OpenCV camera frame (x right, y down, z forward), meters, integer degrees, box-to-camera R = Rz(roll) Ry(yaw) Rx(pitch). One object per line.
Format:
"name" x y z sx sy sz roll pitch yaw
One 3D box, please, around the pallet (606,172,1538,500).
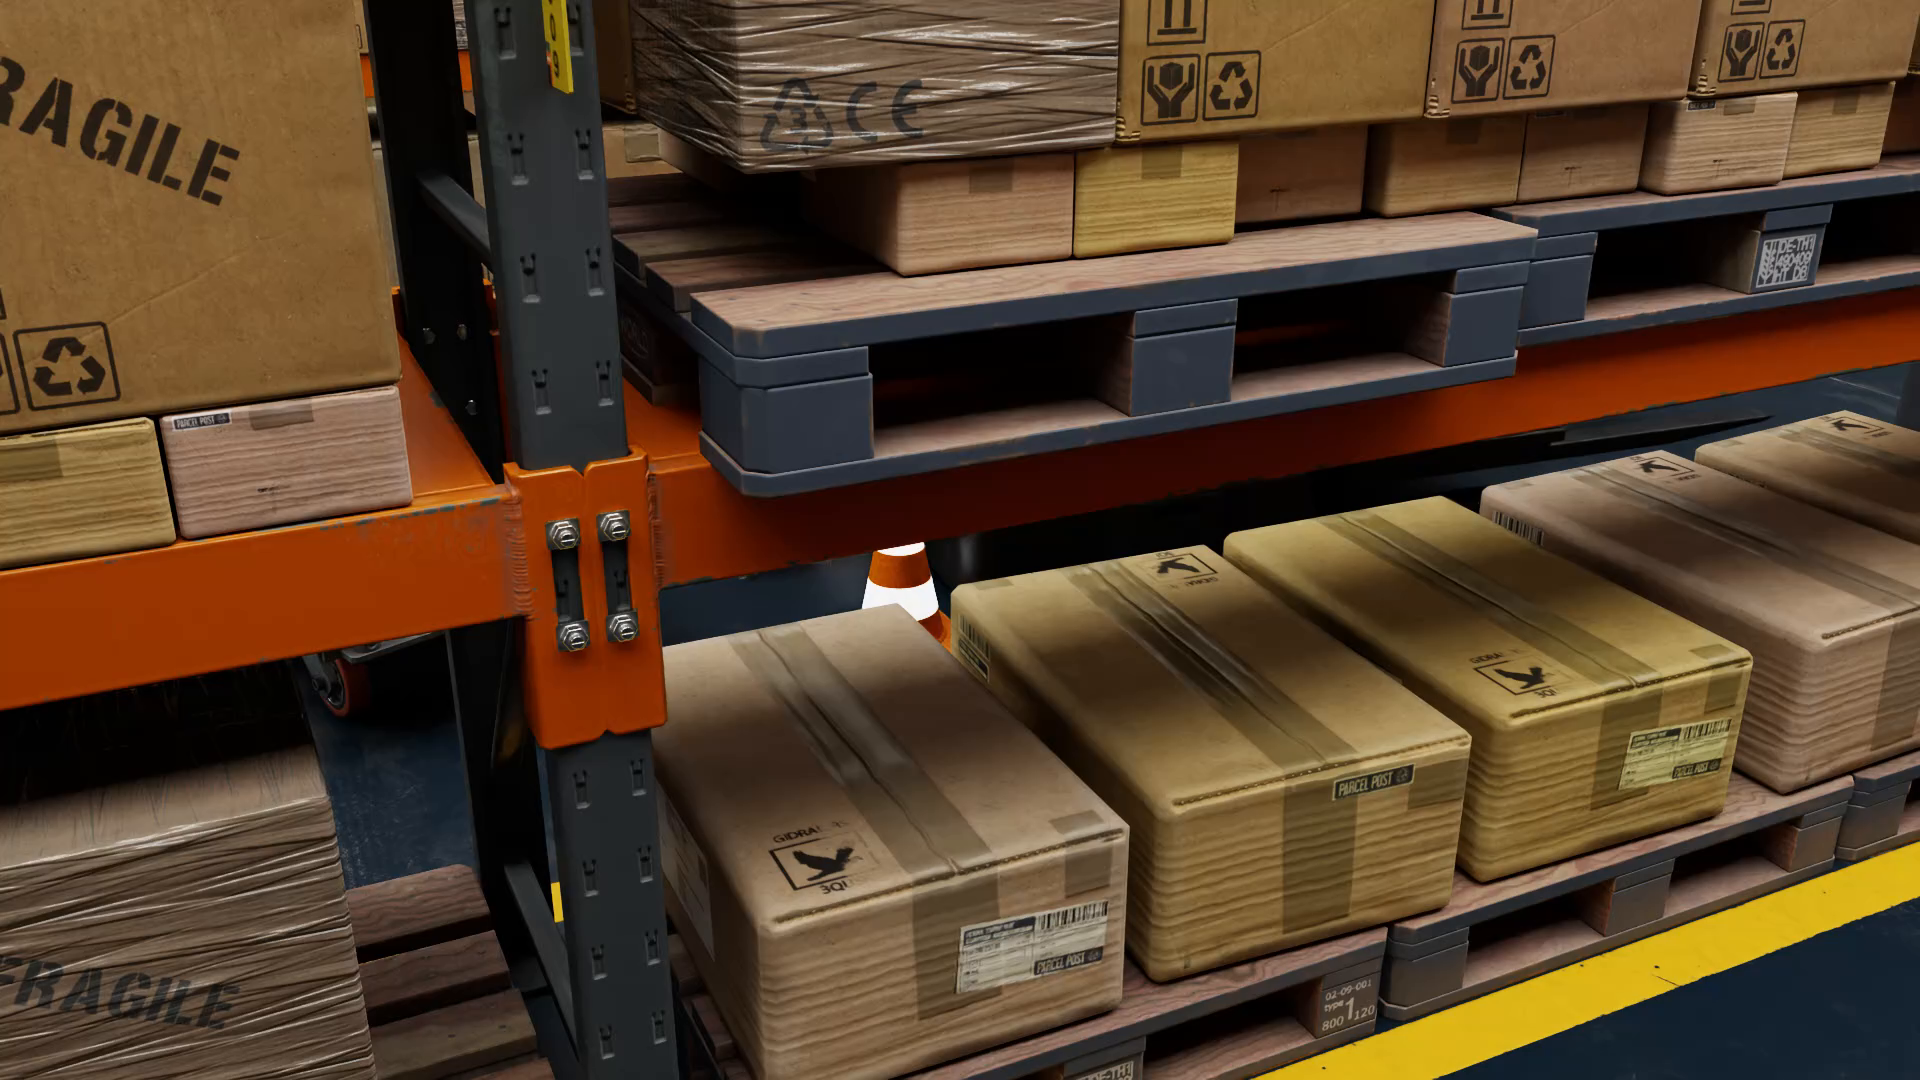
"pallet" 0.076 -0.414 2.579 1.213 0.211 1.003 -10 25 -24

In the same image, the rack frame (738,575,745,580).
"rack frame" -0.690 -0.478 4.835 0.015 1.200 0.240 -8 24 -18

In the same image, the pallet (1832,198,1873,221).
"pallet" 2.333 -0.846 3.622 1.003 0.211 1.213 -10 25 -24

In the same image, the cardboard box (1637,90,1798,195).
"cardboard box" 1.146 -0.693 2.782 0.250 0.149 0.380 -9 24 -22

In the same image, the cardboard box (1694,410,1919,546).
"cardboard box" 2.415 0.021 4.164 0.625 0.372 0.950 -12 25 -27

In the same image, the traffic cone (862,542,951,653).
"traffic cone" -0.166 0.058 4.504 0.334 0.463 0.336 -10 25 -24

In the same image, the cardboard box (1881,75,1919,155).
"cardboard box" 1.564 -0.817 3.082 0.250 0.149 0.380 -10 25 -23

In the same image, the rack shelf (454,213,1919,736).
"rack shelf" 1.126 -0.425 3.296 4.000 0.370 1.077 -10 25 -24

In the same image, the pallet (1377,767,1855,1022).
"pallet" 1.126 0.529 3.696 1.213 0.211 1.003 -10 25 -24

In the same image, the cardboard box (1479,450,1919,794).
"cardboard box" 1.754 0.146 3.861 0.625 0.372 0.950 -11 25 -25

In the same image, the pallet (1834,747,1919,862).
"pallet" 2.224 0.328 4.181 1.213 0.211 1.003 -10 25 -24

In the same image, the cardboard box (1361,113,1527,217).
"cardboard box" 0.660 -0.627 2.621 0.250 0.149 0.380 -10 25 -23

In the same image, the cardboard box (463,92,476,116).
"cardboard box" -3.469 -3.149 11.629 0.500 0.500 0.700 -13 26 -28

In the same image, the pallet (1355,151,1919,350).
"pallet" 1.163 -0.658 3.169 1.213 0.211 1.003 -10 25 -24

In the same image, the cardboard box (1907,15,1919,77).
"cardboard box" 1.724 -1.122 2.970 0.500 0.500 0.500 -12 25 -27

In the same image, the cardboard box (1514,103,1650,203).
"cardboard box" 0.884 -0.667 2.719 0.250 0.149 0.380 -10 25 -23

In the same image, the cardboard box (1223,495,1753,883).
"cardboard box" 1.068 0.270 3.562 0.625 0.372 0.950 -10 24 -22

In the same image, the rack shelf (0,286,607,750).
"rack shelf" -2.478 0.238 1.693 4.000 0.370 1.077 -10 25 -24

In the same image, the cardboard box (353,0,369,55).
"cardboard box" -2.323 -2.156 6.405 0.500 0.500 0.500 -10 25 -23

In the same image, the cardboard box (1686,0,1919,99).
"cardboard box" 1.232 -1.032 2.752 0.500 0.500 0.500 -12 25 -26

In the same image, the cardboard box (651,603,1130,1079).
"cardboard box" -0.204 0.506 2.991 0.625 0.372 0.950 -10 25 -23

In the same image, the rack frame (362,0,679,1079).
"rack frame" -0.676 -0.426 2.357 0.127 3.000 1.000 -10 25 -24

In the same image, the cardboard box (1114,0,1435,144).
"cardboard box" 0.322 -0.866 2.351 0.500 0.500 0.500 -10 25 -23

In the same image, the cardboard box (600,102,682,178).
"cardboard box" -1.522 -1.562 7.494 0.750 0.750 1.050 -10 25 -24

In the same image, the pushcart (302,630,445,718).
"pushcart" -1.710 0.008 4.736 1.648 0.377 0.936 20 30 40

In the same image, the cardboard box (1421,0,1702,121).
"cardboard box" 0.774 -0.943 2.537 0.500 0.500 0.500 -11 25 -24

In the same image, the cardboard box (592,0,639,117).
"cardboard box" -0.359 -0.959 2.577 0.500 0.500 0.500 -11 25 -25

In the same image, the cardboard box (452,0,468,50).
"cardboard box" -1.868 -2.240 6.608 0.500 0.500 0.500 -10 25 -23

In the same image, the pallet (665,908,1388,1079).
"pallet" 0.025 0.733 3.203 1.213 0.211 1.003 -10 25 -24

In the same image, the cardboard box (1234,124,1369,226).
"cardboard box" 0.410 -0.598 2.553 0.250 0.149 0.380 -9 24 -20

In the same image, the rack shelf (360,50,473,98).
"rack shelf" -1.112 -2.114 7.376 4.000 0.370 1.077 -10 25 -24

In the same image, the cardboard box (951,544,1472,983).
"cardboard box" 0.442 0.386 3.282 0.625 0.372 0.950 -9 24 -20

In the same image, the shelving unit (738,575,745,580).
"shelving unit" -0.460 -0.509 4.912 0.503 1.200 0.258 -8 24 -18

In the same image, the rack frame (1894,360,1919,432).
"rack frame" 2.928 -1.089 3.960 0.127 3.000 1.000 -10 25 -24

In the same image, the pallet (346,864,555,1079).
"pallet" -1.266 0.986 2.592 1.213 0.211 1.003 -10 25 -24

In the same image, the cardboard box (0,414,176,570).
"cardboard box" -1.055 -0.108 1.917 0.250 0.149 0.380 -10 24 -22

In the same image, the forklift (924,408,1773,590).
"forklift" 1.252 -1.500 5.041 3.031 2.935 1.130 -8 24 -18

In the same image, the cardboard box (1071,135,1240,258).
"cardboard box" 0.188 -0.525 2.376 0.250 0.149 0.380 -10 24 -23

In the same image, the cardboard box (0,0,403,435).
"cardboard box" -0.968 -0.450 1.896 0.500 0.500 0.500 -11 25 -25

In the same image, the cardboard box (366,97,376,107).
"cardboard box" -3.973 -3.056 11.405 0.500 0.500 0.700 -11 25 -24

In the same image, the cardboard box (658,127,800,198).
"cardboard box" -0.332 -0.684 2.760 0.250 0.149 0.380 -10 25 -23

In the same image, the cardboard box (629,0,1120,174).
"cardboard box" -0.129 -0.782 2.150 0.500 0.500 0.500 -10 24 -22

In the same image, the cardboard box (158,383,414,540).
"cardboard box" -0.833 -0.151 2.022 0.250 0.149 0.380 -11 25 -24

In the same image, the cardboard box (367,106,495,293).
"cardboard box" -2.393 -1.403 7.111 0.750 0.750 1.050 -11 25 -24

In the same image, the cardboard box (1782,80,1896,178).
"cardboard box" 1.373 -0.747 2.913 0.250 0.149 0.380 -11 25 -25

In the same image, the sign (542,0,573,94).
"sign" -0.434 -0.640 1.742 0.005 0.325 0.100 -10 25 -24

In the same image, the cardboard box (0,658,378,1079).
"cardboard box" -1.092 0.495 2.198 0.500 0.500 0.500 -11 25 -24

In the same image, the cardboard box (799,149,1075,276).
"cardboard box" -0.041 -0.487 2.283 0.250 0.149 0.380 -10 25 -23
